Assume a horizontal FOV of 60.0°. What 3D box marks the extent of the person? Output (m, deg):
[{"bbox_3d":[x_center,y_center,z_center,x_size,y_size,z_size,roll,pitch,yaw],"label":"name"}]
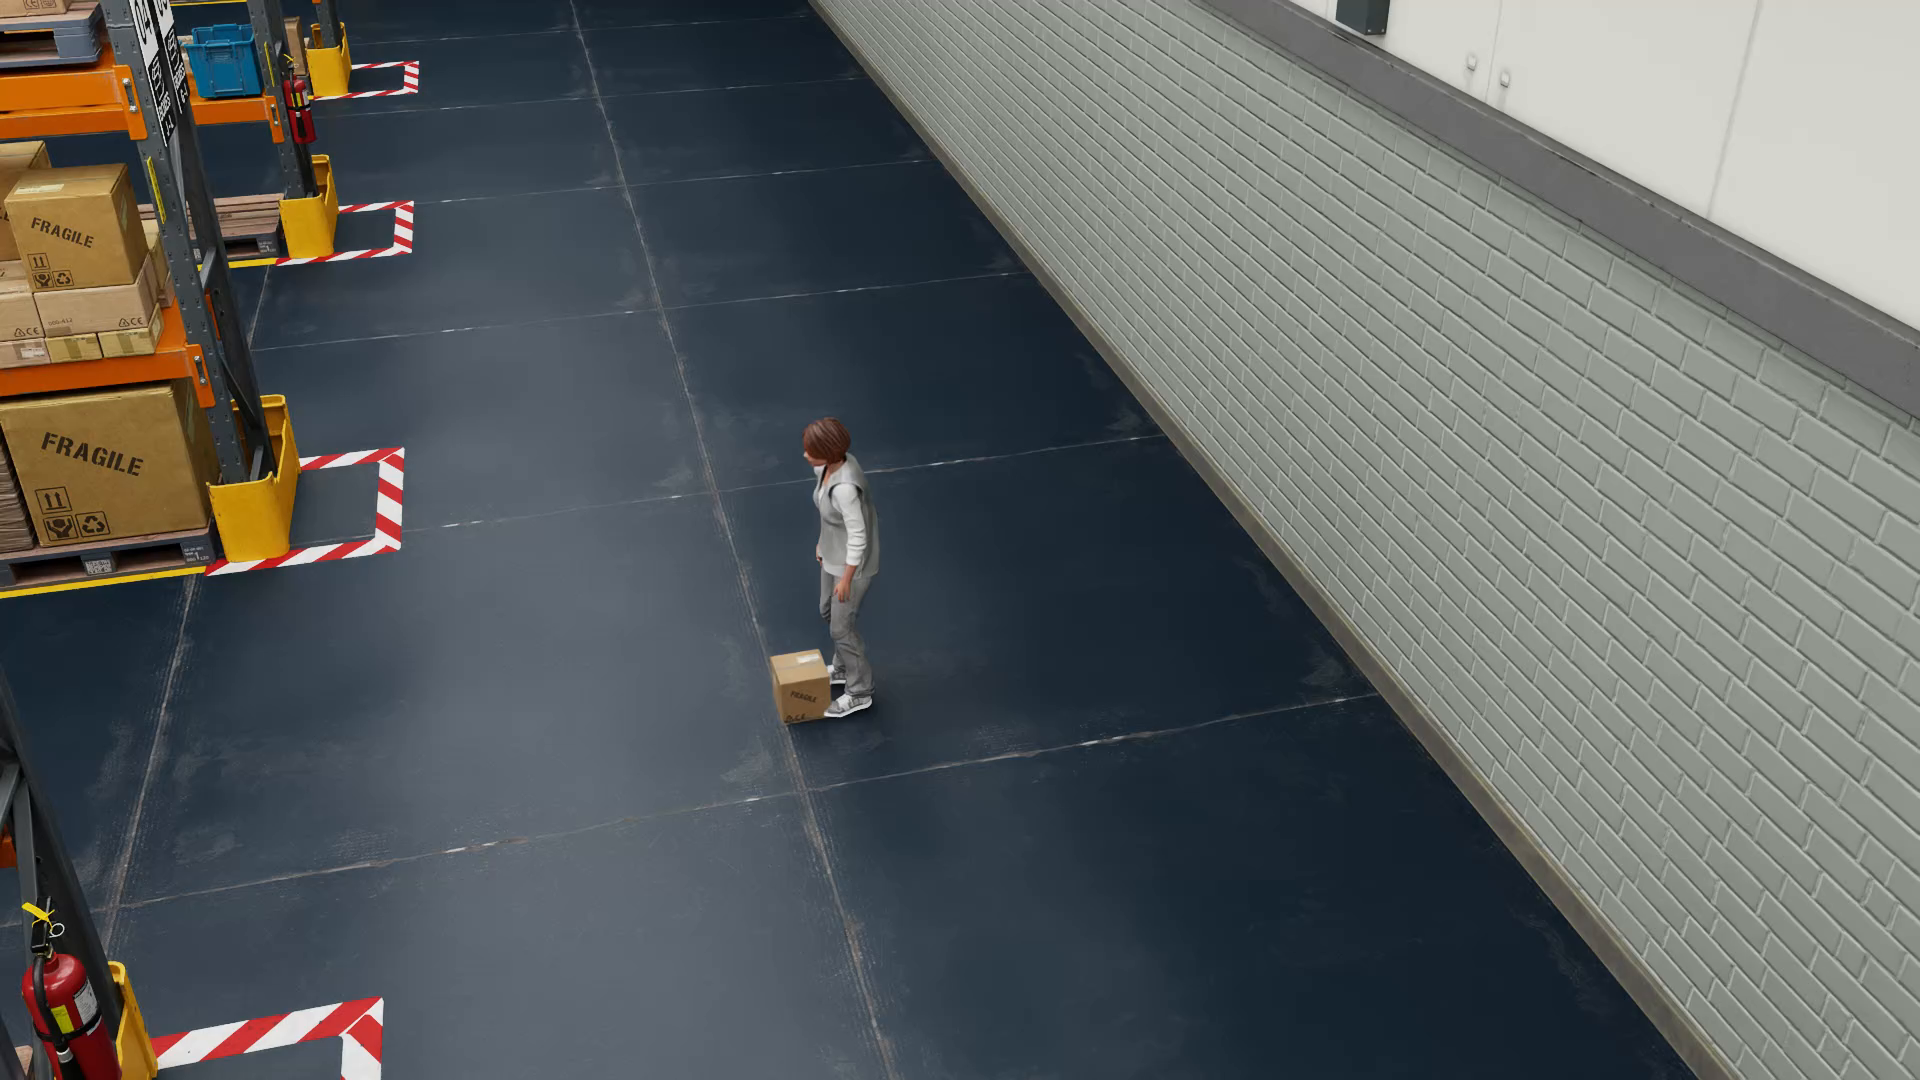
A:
[{"bbox_3d":[-0.566,0.118,8.040,0.339,1.592,0.462,-9,32,-15],"label":"person"}]
